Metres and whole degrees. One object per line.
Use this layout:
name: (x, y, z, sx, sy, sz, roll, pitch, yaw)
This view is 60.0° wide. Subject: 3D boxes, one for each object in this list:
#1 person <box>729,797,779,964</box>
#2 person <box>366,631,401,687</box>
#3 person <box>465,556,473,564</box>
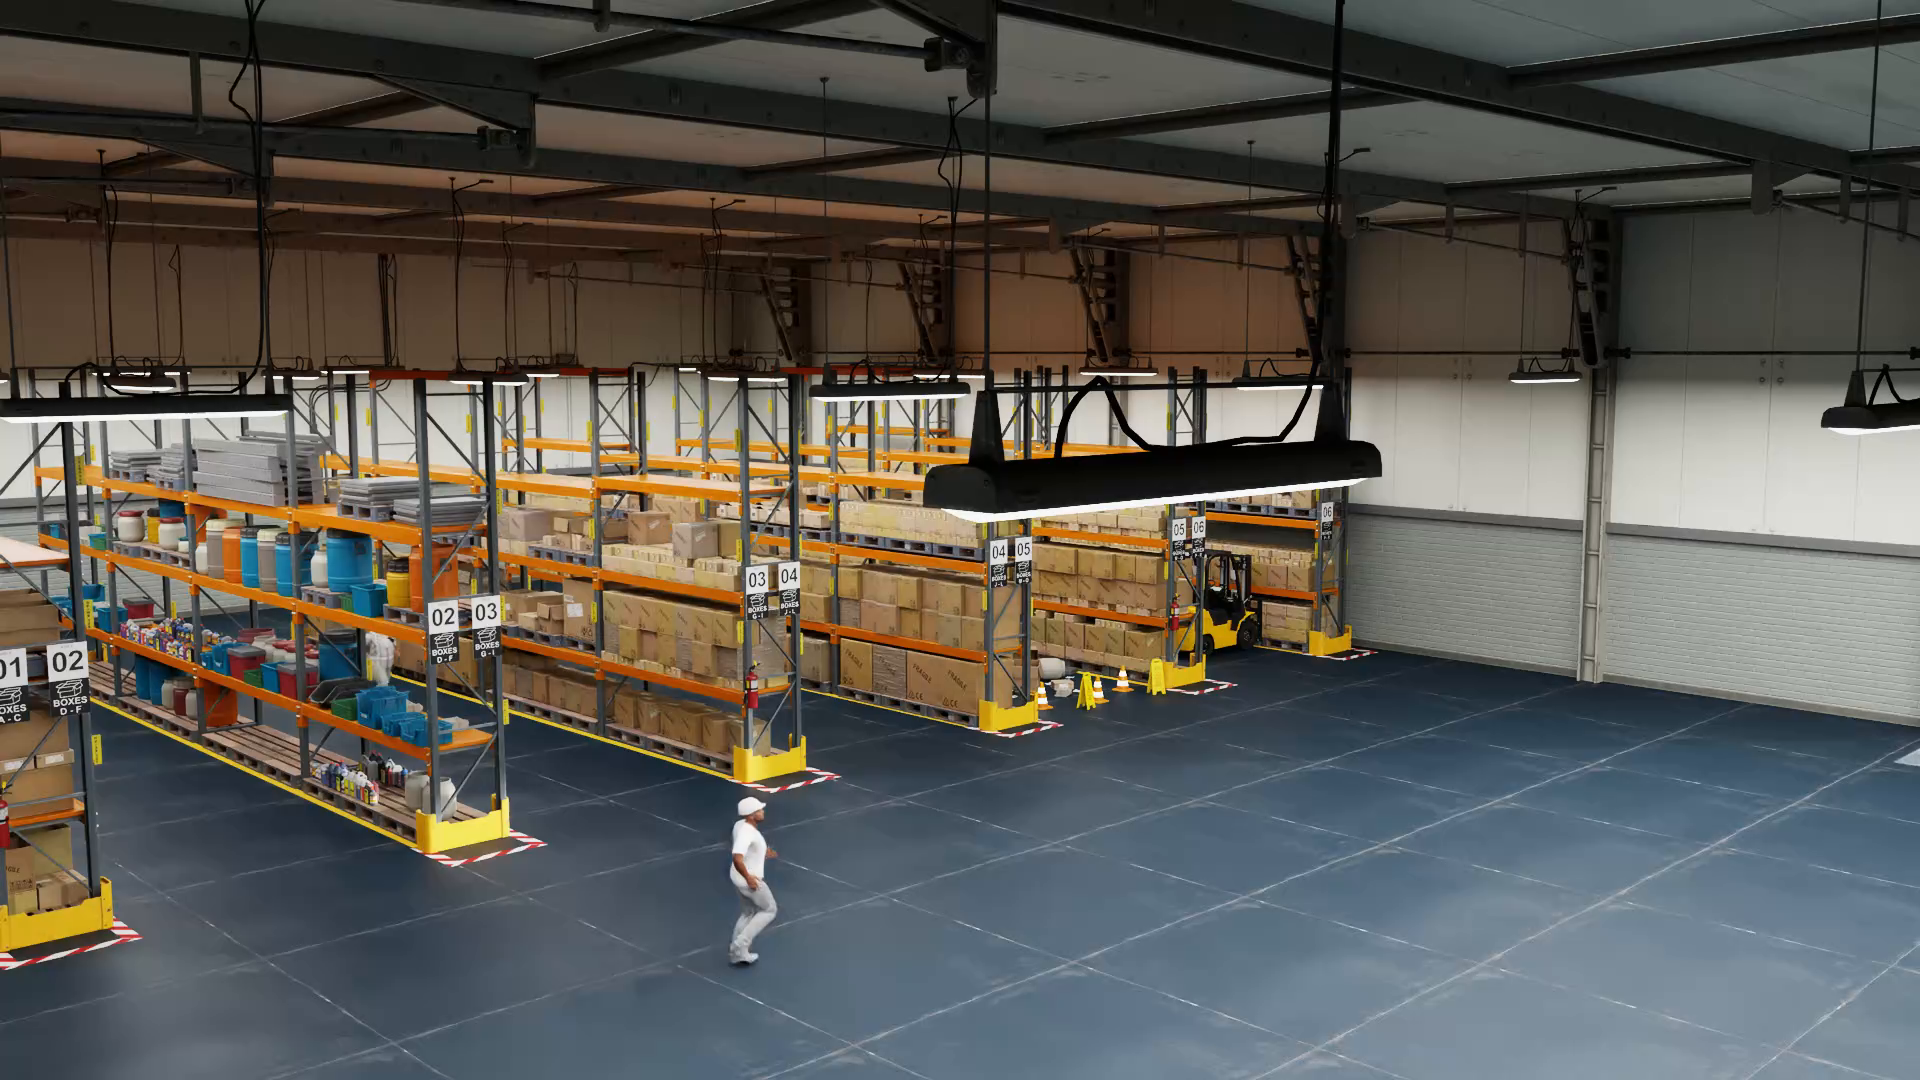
person: (-2.135, 3.518, 17.288, 0.599, 1.728, 0.677, -3, 7, -22)
person: (-10.090, 2.210, 29.003, 0.882, 1.826, 0.573, 4, 8, 33)
person: (-11.336, 1.182, 38.067, 0.756, 1.677, 0.883, -3, 7, -28)
